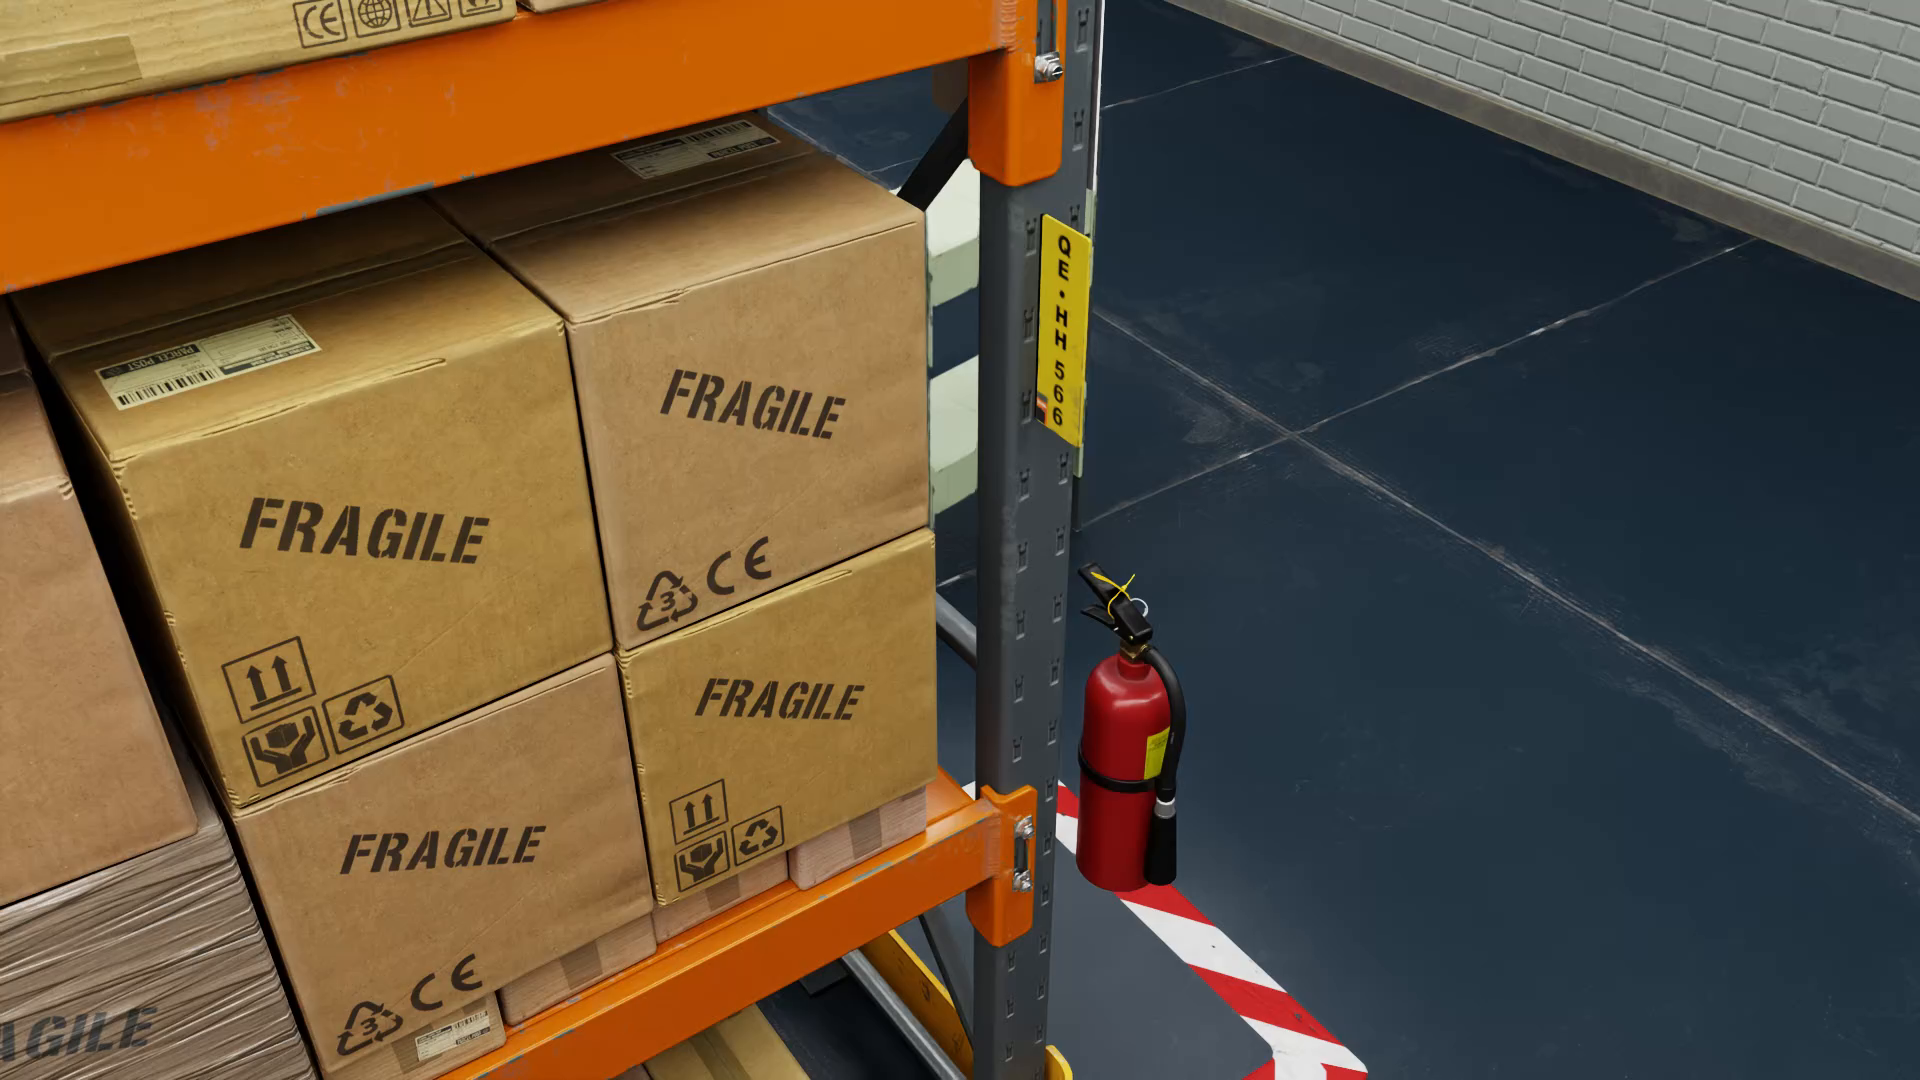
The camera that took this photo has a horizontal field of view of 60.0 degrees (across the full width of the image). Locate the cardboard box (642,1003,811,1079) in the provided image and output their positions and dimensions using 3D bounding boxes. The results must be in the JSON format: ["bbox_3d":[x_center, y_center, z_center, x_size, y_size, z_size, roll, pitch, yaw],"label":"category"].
[{"bbox_3d":[-0.447,1.085,3.245,0.250,0.149,0.380,-22,41,-27],"label":"cardboard box"}]

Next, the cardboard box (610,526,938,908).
[{"bbox_3d":[-0.380,0.153,2.628,0.500,0.500,0.500,-21,41,-27],"label":"cardboard box"}]

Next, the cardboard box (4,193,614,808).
[{"bbox_3d":[-0.805,-0.084,2.101,0.500,0.500,0.500,-24,42,-29],"label":"cardboard box"}]

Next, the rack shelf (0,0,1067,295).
[{"bbox_3d":[-1.795,-0.213,1.524,4.000,0.370,1.077,-22,41,-28],"label":"rack shelf"}]

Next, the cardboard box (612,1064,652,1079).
[{"bbox_3d":[-0.686,1.142,3.166,0.250,0.149,0.380,-22,41,-27],"label":"cardboard box"}]

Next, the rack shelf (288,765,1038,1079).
[{"bbox_3d":[-1.795,1.005,2.400,4.000,0.370,1.077,-22,41,-28],"label":"rack shelf"}]

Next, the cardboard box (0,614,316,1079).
[{"bbox_3d":[-1.212,0.499,2.147,0.500,0.500,0.500,-22,41,-28],"label":"cardboard box"}]

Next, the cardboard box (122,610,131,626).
[{"bbox_3d":[-1.109,0.090,2.715,0.500,0.500,0.500,-22,41,-28],"label":"cardboard box"}]

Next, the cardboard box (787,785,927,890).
[{"bbox_3d":[-0.264,0.387,2.858,0.250,0.149,0.380,-22,41,-28],"label":"cardboard box"}]

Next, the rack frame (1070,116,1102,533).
[{"bbox_3d":[0.270,-0.717,5.463,0.400,1.500,0.023,29,45,34],"label":"rack frame"}]

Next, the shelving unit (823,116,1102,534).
[{"bbox_3d":[0.015,-0.564,5.249,0.431,1.500,0.755,29,45,34],"label":"shelving unit"}]

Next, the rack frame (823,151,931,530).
[{"bbox_3d":[-0.239,-0.410,5.036,0.400,1.500,0.023,29,45,34],"label":"rack frame"}]

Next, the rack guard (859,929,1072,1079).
[{"bbox_3d":[-0.223,1.081,3.819,0.348,0.500,1.175,-22,41,-28],"label":"rack guard"}]

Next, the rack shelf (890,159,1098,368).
[{"bbox_3d":[0.015,-0.881,5.021,0.431,0.370,0.720,29,45,34],"label":"rack shelf"}]

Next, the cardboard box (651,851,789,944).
[{"bbox_3d":[-0.489,0.453,2.767,0.250,0.149,0.380,-22,41,-28],"label":"cardboard box"}]

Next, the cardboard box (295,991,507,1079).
[{"bbox_3d":[-0.881,0.641,2.505,0.250,0.149,0.380,-21,41,-27],"label":"cardboard box"}]

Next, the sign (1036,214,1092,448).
[{"bbox_3d":[0.143,-0.286,2.317,0.005,0.325,0.100,-22,41,-28],"label":"sign"}]

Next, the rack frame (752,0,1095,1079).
[{"bbox_3d":[-0.161,0.040,3.125,0.127,3.000,1.000,-22,41,-28],"label":"rack frame"}]

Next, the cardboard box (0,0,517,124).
[{"bbox_3d":[-0.793,-0.662,1.661,0.500,0.250,0.500,-22,41,-28],"label":"cardboard box"}]

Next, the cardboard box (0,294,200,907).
[{"bbox_3d":[-1.225,0.095,1.852,0.500,0.500,0.500,-20,40,-26],"label":"cardboard box"}]

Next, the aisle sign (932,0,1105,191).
[{"bbox_3d":[0.072,-0.896,2.201,0.004,0.787,0.394,-22,41,-28],"label":"aisle sign"}]

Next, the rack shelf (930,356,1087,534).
[{"bbox_3d":[0.015,-0.299,5.440,0.431,0.370,0.720,29,45,34],"label":"rack shelf"}]

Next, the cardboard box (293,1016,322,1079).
[{"bbox_3d":[-1.113,0.716,2.401,0.250,0.149,0.380,-24,42,-30],"label":"cardboard box"}]

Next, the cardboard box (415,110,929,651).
[{"bbox_3d":[-0.391,-0.254,2.338,0.500,0.500,0.500,-23,42,-29],"label":"cardboard box"}]

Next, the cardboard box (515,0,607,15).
[{"bbox_3d":[-0.380,-0.837,1.905,0.500,0.250,0.500,-23,42,-29],"label":"cardboard box"}]

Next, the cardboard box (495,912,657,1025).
[{"bbox_3d":[-0.685,0.544,2.640,0.250,0.149,0.380,-23,42,-28],"label":"cardboard box"}]

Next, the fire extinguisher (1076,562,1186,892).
[{"bbox_3d":[0.311,0.359,3.068,0.183,0.674,0.296,-22,41,-28],"label":"fire extinguisher"}]

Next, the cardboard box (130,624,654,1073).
[{"bbox_3d":[-0.804,0.324,2.391,0.500,0.500,0.500,-23,42,-29],"label":"cardboard box"}]
